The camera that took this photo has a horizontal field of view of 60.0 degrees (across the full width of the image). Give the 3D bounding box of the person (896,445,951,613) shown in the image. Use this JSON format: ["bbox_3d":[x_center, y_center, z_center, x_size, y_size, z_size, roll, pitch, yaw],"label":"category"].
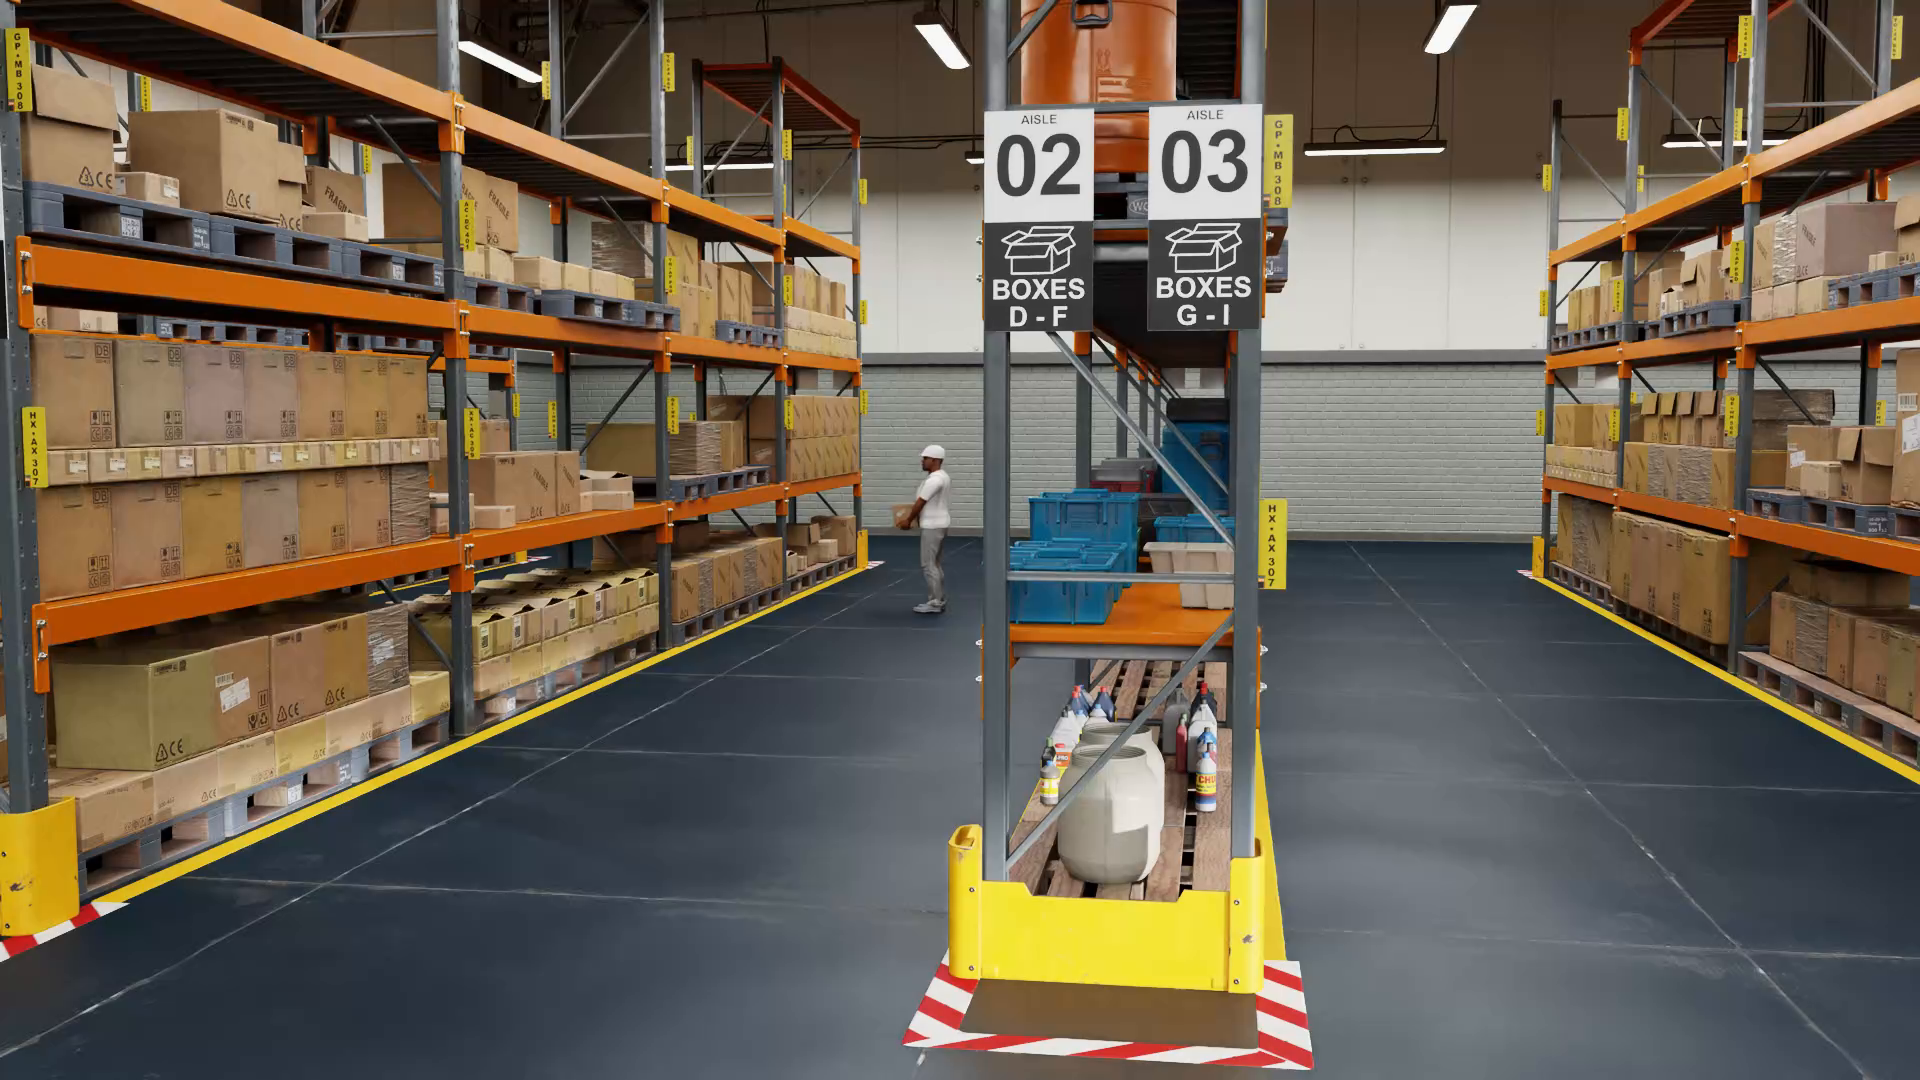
[{"bbox_3d":[-0.387,-0.122,17.572,0.555,1.763,0.505,1,4,8],"label":"person"}]
